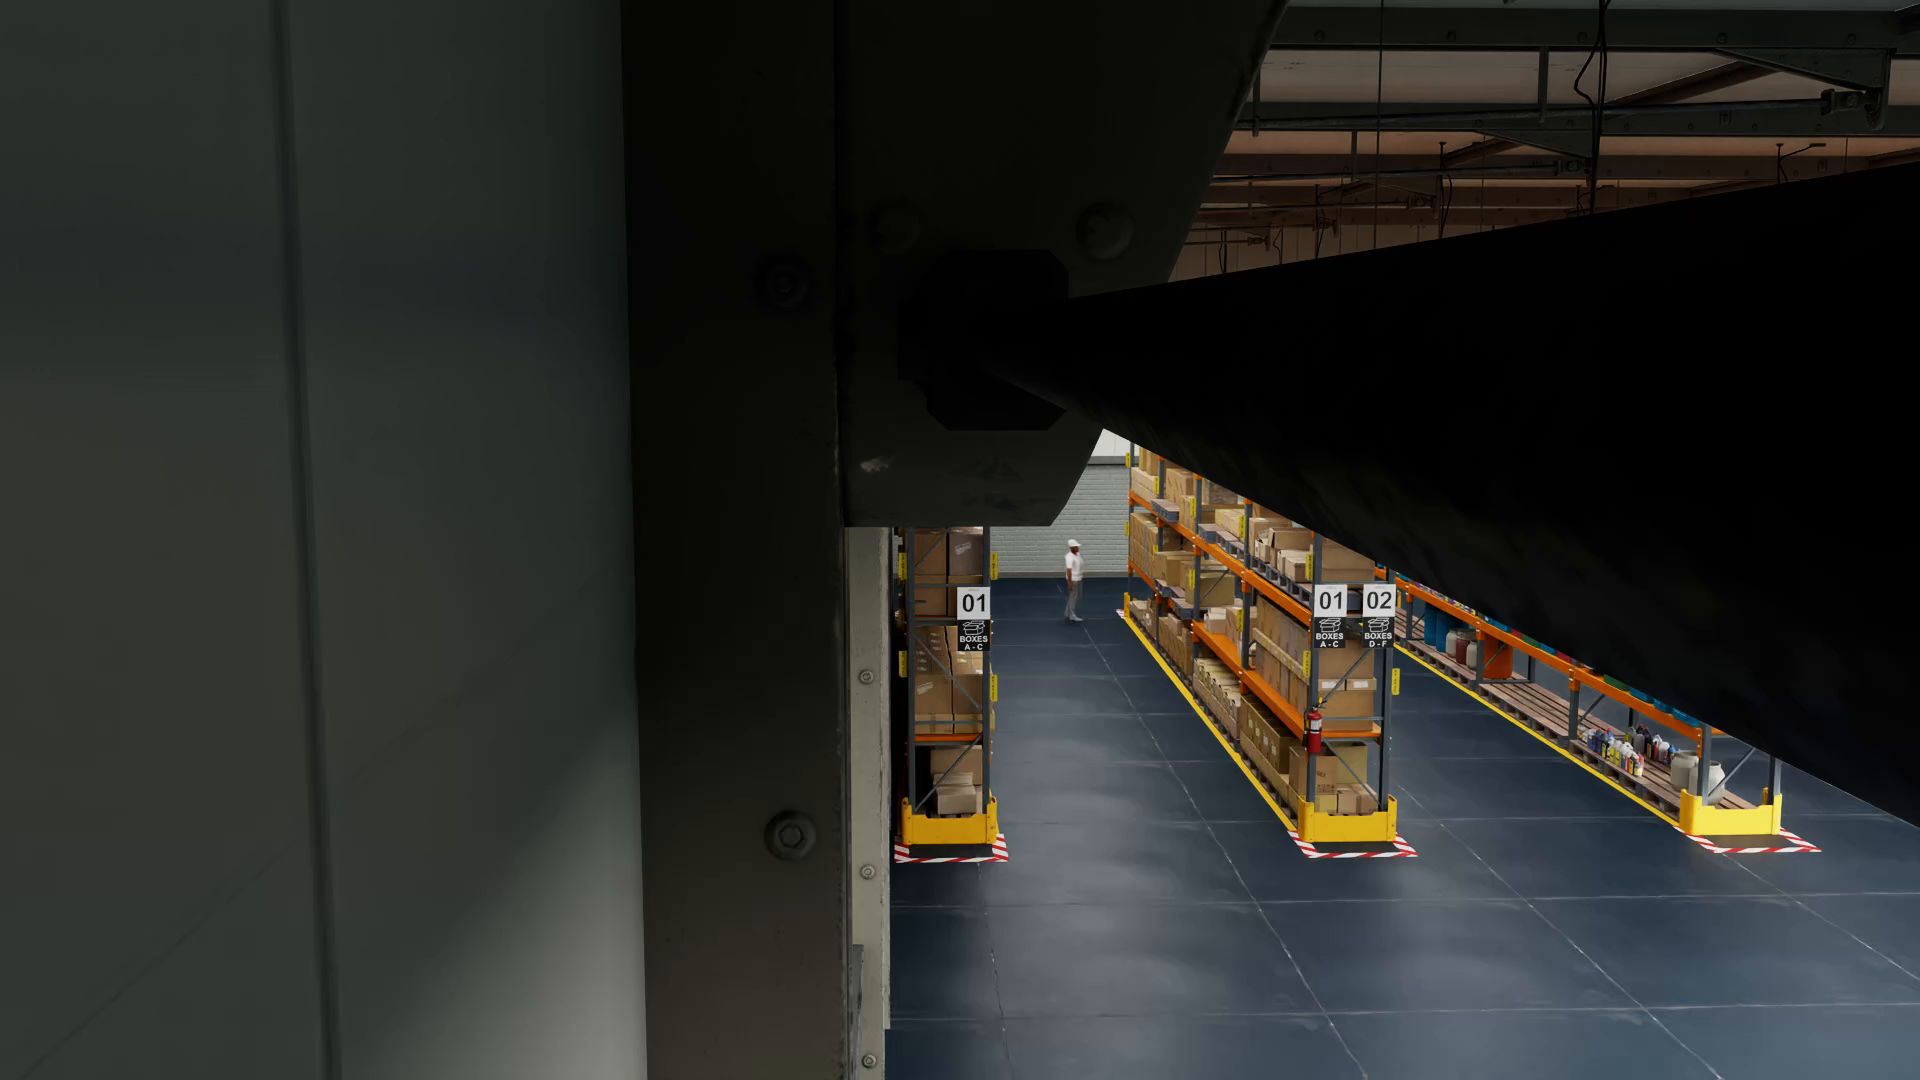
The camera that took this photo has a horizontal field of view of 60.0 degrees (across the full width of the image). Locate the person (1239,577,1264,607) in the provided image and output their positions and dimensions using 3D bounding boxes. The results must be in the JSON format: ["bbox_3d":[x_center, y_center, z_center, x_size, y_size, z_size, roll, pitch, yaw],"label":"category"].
[{"bbox_3d":[6.249,0.948,35.192,0.572,1.722,1.118,-1,7,-4],"label":"person"}]

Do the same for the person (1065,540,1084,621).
[{"bbox_3d":[2.467,0.862,35.916,0.465,1.765,0.657,4,8,27],"label":"person"}]
